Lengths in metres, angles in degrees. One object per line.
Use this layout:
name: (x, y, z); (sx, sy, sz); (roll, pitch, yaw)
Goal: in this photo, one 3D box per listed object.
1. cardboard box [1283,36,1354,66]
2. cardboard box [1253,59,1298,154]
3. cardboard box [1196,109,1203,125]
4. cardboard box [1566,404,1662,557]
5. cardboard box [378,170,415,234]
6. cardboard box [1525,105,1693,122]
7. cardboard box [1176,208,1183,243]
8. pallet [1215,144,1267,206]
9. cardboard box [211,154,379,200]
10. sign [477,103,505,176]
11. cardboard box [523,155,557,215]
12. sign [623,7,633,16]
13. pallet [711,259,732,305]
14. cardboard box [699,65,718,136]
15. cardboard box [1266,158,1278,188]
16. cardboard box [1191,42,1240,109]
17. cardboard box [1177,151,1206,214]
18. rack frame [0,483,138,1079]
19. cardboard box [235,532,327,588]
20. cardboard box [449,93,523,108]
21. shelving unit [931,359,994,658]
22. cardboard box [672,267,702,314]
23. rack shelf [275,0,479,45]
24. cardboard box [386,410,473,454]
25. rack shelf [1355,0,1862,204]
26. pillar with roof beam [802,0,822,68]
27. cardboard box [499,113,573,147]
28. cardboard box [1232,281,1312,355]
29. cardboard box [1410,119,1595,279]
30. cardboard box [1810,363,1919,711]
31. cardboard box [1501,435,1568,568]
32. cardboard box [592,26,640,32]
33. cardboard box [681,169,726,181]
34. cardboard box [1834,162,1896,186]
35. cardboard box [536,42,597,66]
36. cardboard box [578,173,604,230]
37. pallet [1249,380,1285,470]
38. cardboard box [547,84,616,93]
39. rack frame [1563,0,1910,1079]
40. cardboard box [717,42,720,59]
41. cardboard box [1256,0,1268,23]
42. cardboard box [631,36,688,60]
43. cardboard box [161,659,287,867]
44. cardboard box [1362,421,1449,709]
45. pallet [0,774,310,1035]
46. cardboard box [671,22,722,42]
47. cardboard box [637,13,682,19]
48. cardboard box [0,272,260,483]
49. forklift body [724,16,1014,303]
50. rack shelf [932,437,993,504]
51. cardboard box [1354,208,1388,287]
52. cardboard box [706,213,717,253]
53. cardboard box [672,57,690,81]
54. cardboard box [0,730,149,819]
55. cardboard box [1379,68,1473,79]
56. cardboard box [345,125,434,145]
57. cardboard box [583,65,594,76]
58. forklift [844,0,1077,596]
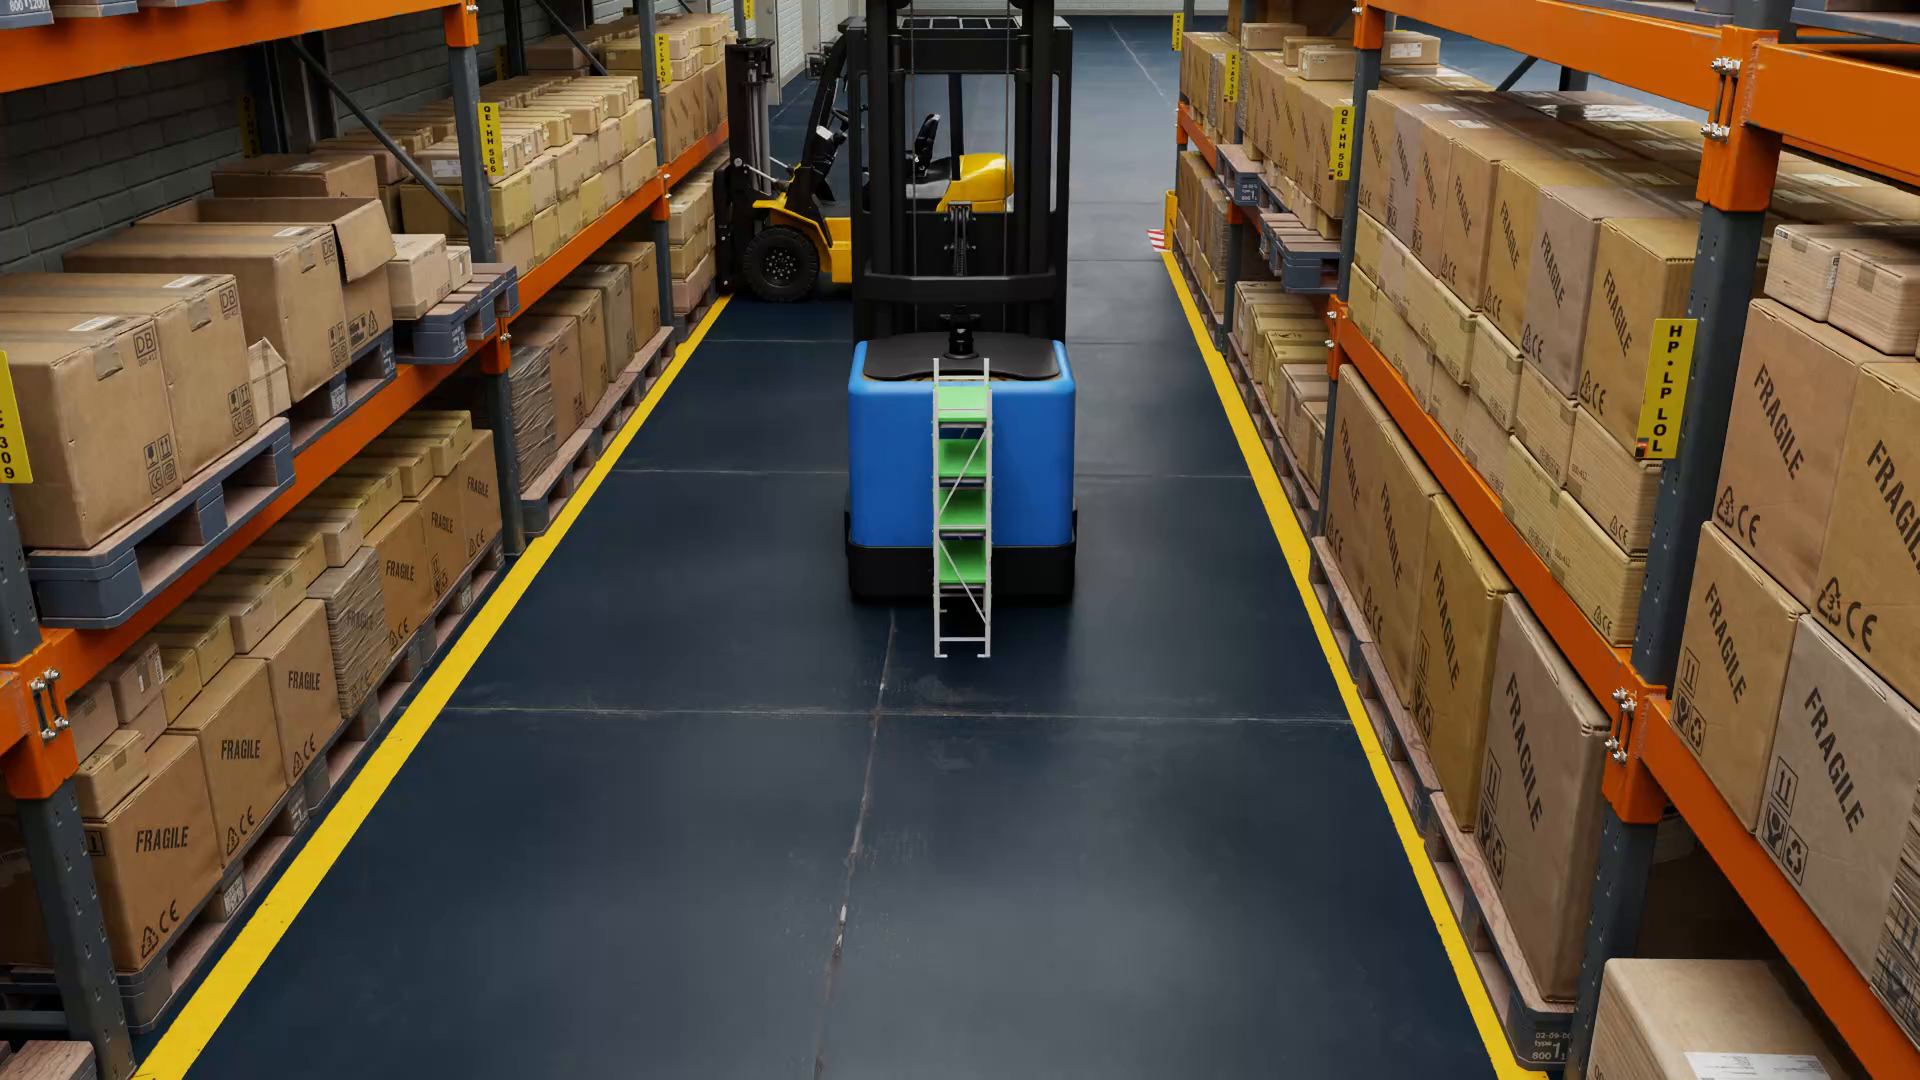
cardboard box: (2.090, -2.851, 9.704); (0.380, 0.149, 0.250); (2, 21, 5)
cardboard box: (2.044, -2.583, 9.909); (0.500, 0.500, 0.500); (1, 21, 1)
cardboard box: (2.182, -3.565, 13.917); (0.380, 0.149, 0.250); (1, 21, 3)
cardboard box: (1.915, -0.161, 4.313); (0.500, 0.250, 0.500); (1, 21, 2)
cardboard box: (-2.959, -1.664, 8.186); (0.500, 0.250, 0.500); (1, 21, 3)
cardboard box: (2.505, -1.419, 6.519); (0.500, 0.500, 0.500); (1, 21, 3)
cardboard box: (2.209, -2.800, 14.818); (0.500, 0.250, 0.500); (0, 21, 1)
pallet: (2.220, -2.364, 10.740); (1.003, 0.211, 1.213); (1, 21, 2)
cardboard box: (-2.867, -1.393, 7.254); (0.500, 0.500, 0.500); (2, 21, 4)
sign: (-2.152, -1.835, 7.621); (0.100, 0.325, 0.005); (1, 21, 2)
cardboard box: (-2.421, -1.837, 8.633); (0.500, 0.250, 0.500); (1, 21, 3)
sign: (-3.006, -4.676, 15.128); (0.100, 0.325, 0.005); (1, 21, 2)
pallet: (-2.473, -2.211, 13.934); (1.003, 0.211, 1.213); (1, 21, 2)
cardboard box: (-2.249, -3.539, 13.364); (0.500, 0.500, 0.500); (1, 21, 2)
cardboard box: (1.988, -2.139, 9.663); (0.380, 0.149, 0.250); (1, 21, 4)
cardboard box: (2.192, -3.820, 13.677); (0.500, 0.500, 0.500); (0, 21, 1)
cardboard box: (2.209, -3.141, 14.660); (0.500, 0.500, 0.500); (0, 21, 0)
rack frame: (-2.817, 0.111, 4.096); (1.000, 3.000, 0.127); (1, 21, 2)
cardboard box: (-2.583, 0.081, 6.152); (0.380, 0.149, 0.250); (1, 21, 2)
cardboard box: (-2.887, -2.637, 10.142); (0.380, 0.149, 0.250); (1, 21, 2)
shelving unit: (0.008, -0.140, 7.232); (0.258, 1.200, 0.503); (0, 21, 0)
cardboard box: (-2.228, -1.866, 12.413); (0.500, 0.250, 0.500); (1, 21, 2)
rack shelf: (-2.634, -3.121, 9.274); (1.077, 0.370, 4.000); (1, 21, 2)
cardboard box: (-2.457, -0.487, 7.614); (0.380, 0.149, 0.250); (0, 21, -1)
rack shelf: (2.206, -1.622, 5.410); (1.077, 0.370, 4.000); (1, 21, 2)
pillar with roof beam: (1.477, -13.243, 30.221); (9.100, 9.000, 0.400); (1, 21, 2)
cardboard box: (-2.362, -2.263, 9.179); (0.380, 0.149, 0.250); (1, 21, 3)
cardboard box: (2.375, -1.509, 11.324); (0.950, 0.372, 0.625); (1, 21, 2)
cardboard box: (1.971, -1.253, 6.090); (0.500, 0.500, 0.500); (1, 21, 3)
cardboard box: (1.867, 0.004, 2.852); (0.500, 0.500, 0.500); (0, 21, 1)
cardboard box: (1.923, -0.115, 4.885); (0.500, 0.250, 0.500); (0, 21, 1)
cardboard box: (-2.751, -4.037, 13.341); (0.380, 0.149, 0.250); (1, 21, 2)
cardboard box: (-2.192, -2.887, 13.662); (0.500, 0.250, 0.500); (0, 21, 1)
cardboard box: (7.452, -2.468, 13.099); (0.875, 0.875, 0.875); (1, 21, 2)
cardboard box: (-2.816, -3.478, 11.900); (0.380, 0.149, 0.250); (0, 21, 0)
cardboard box: (-2.391, -1.978, 9.689); (0.500, 0.250, 0.500); (1, 21, 3)
pallet: (2.332, -0.704, 10.052); (1.003, 0.211, 1.213); (1, 21, 2)
cardboard box: (-2.411, -2.823, 10.623); (0.380, 0.149, 0.250); (1, 21, 2)
rack frame: (2.142, 0.164, 3.958); (0.949, 2.616, 0.053); (1, 21, 2)
cardboard box: (-2.209, -4.076, 13.851); (0.380, 0.149, 0.250); (0, 21, 0)
cardboard box: (2.623, -4.091, 12.995); (0.700, 0.500, 0.500); (1, 21, 1)
cardboard box: (-2.240, -3.661, 12.371); (0.380, 0.149, 0.250); (1, 21, 3)
cardboard box: (-2.571, 0.716, 5.413); (0.500, 0.500, 0.500); (0, 21, 1)
cardboard box: (2.131, 0.084, 6.522); (0.875, 0.875, 0.875); (1, 21, 2)
pallet: (-2.830, 1.117, 5.359); (1.003, 0.211, 1.213); (1, 21, 2)
cardboard box: (-2.188, -4.214, 13.798); (0.380, 0.149, 0.250); (1, 21, 3)
cardboard box: (-2.675, -4.596, 14.782); (0.380, 0.149, 0.250); (0, 21, 1)
cardboard box: (-2.562, -0.491, 4.929); (0.700, 0.500, 0.500); (1, 21, 2)
forklift body: (-0.686, -3.126, 13.613); (2.313, 2.155, 1.214); (1, 21, 2)
rack shelf: (0.008, -0.305, 7.169); (0.258, 0.148, 0.480); (0, 21, 0)
cardboard box: (2.004, -1.264, 7.157); (0.500, 0.250, 0.500); (0, 21, 1)
cardboard box: (-2.210, -2.464, 13.261); (0.500, 0.250, 0.500); (0, 21, 1)
cardboard box: (-2.233, -3.519, 12.417); (0.380, 0.149, 0.250); (1, 21, 3)
cardboard box: (-2.540, 0.652, 4.681); (0.380, 0.149, 0.250); (2, 21, 4)
cardboard box: (2.553, -2.384, 9.397); (0.500, 0.500, 0.500); (0, 21, 0)
cardboard box: (-2.984, -2.082, 8.714); (0.380, 0.149, 0.250); (0, 21, 1)
cardboard box: (-2.847, -3.340, 11.956); (0.380, 0.149, 0.250); (0, 21, 0)
forklift: (-0.006, -1.592, 8.579); (1.130, 2.935, 3.031); (0, 21, -1)
